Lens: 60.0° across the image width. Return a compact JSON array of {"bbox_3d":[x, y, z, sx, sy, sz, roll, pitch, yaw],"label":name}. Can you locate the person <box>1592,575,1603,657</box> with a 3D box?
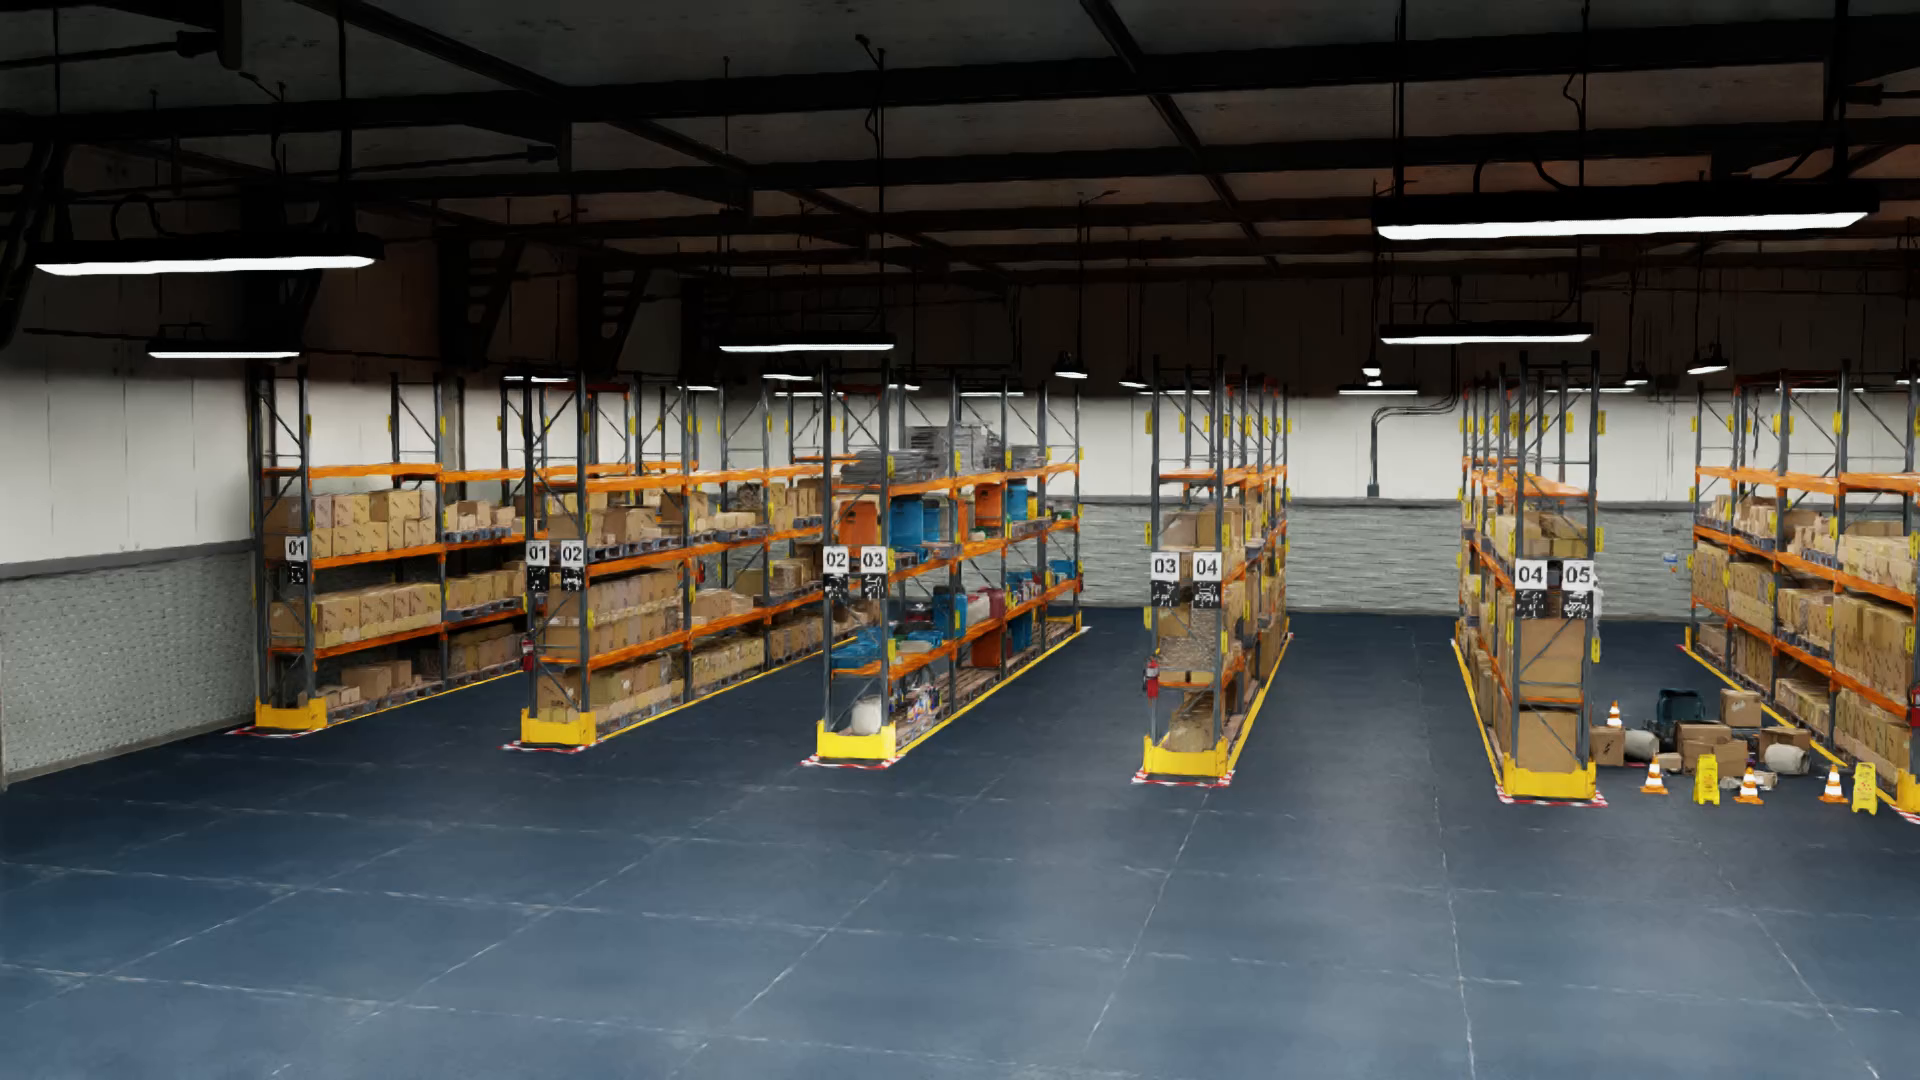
[{"bbox_3d":[13.642,1.629,35.953,0.587,1.763,0.677,3,5,35],"label":"person"}]

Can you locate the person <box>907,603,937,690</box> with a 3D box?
[{"bbox_3d":[-0.683,1.924,29.921,0.562,1.586,0.578,0,4,2],"label":"person"}]

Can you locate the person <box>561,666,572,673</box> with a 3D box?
[{"bbox_3d":[-7.878,1.855,33.038,0.536,1.707,1.037,0,4,6],"label":"person"}]
